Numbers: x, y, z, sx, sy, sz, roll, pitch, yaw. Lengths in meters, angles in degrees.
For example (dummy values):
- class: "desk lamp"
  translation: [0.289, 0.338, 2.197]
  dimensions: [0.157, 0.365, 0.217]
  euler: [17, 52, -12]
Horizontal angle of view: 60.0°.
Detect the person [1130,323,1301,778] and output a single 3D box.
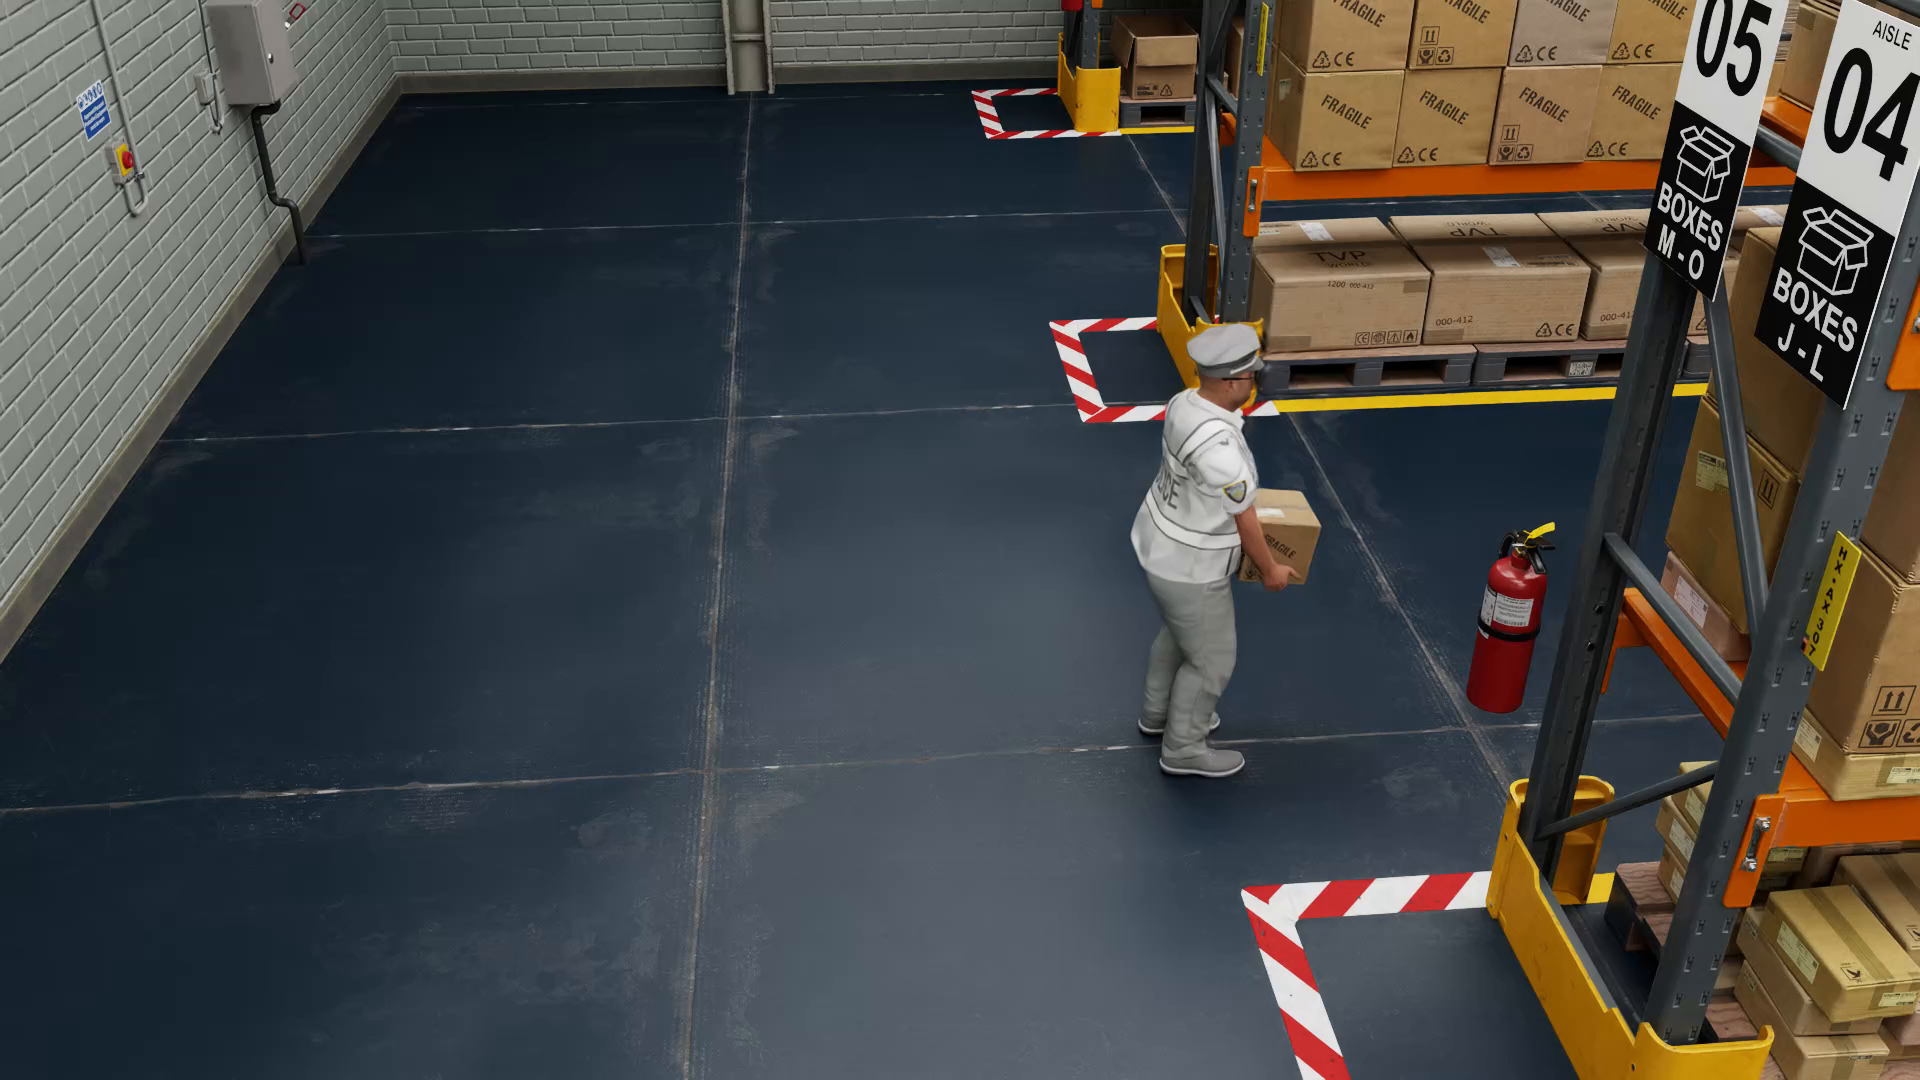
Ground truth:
- class: "person"
  translation: [0.917, 0.051, 6.043]
  dimensions: [0.581, 1.759, 0.489]
  euler: [-3, 31, -5]
